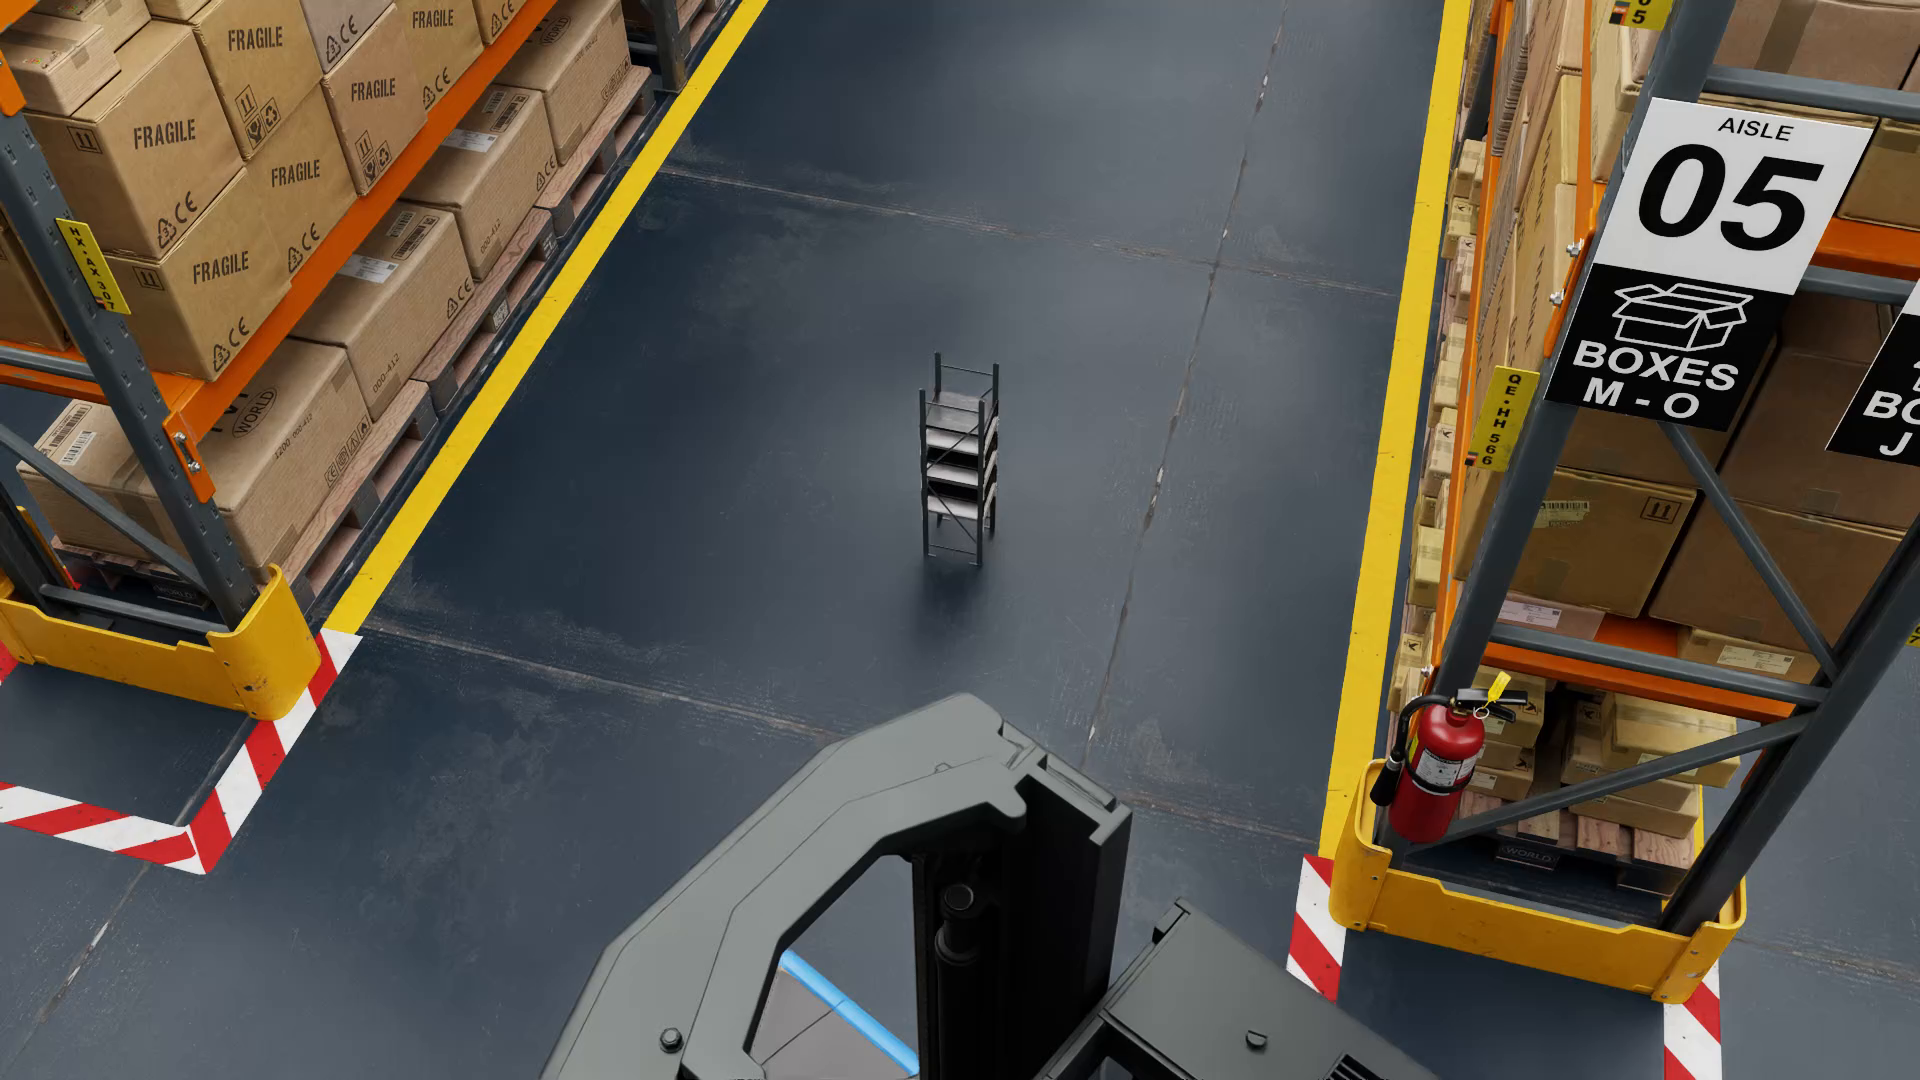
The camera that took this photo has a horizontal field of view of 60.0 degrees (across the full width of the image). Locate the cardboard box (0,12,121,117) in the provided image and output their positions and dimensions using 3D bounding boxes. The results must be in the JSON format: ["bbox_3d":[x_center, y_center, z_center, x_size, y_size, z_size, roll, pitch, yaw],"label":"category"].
[{"bbox_3d":[-2.632,-1.355,4.698,0.380,0.149,0.250,13,50,11],"label":"cardboard box"}]

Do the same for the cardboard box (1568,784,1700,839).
[{"bbox_3d":[2.257,0.818,5.568,0.380,0.149,0.250,12,50,11],"label":"cardboard box"}]

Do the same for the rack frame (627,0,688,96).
[{"bbox_3d":[-1.939,-3.468,7.729,1.000,3.000,0.127,12,50,10],"label":"rack frame"}]

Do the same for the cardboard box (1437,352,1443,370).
[{"bbox_3d":[2.155,-0.613,6.831,0.380,0.149,0.250,10,49,9],"label":"cardboard box"}]

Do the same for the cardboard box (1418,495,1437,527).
[{"bbox_3d":[1.932,-0.156,6.229,0.380,0.149,0.250,12,50,11],"label":"cardboard box"}]

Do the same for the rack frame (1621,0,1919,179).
[{"bbox_3d":[1.810,-1.656,2.128,1.000,3.000,0.127,12,50,10],"label":"rack frame"}]

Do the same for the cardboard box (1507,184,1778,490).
[{"bbox_3d":[1.690,-0.513,4.189,0.500,0.500,0.500,11,49,9],"label":"cardboard box"}]

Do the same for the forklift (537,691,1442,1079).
[{"bbox_3d":[0.259,1.738,3.180,3.031,2.935,1.130,33,56,25],"label":"forklift"}]

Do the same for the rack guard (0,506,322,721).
[{"bbox_3d":[-2.999,0.270,6.097,1.175,0.500,0.348,12,50,10],"label":"rack guard"}]

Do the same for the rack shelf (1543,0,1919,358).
[{"bbox_3d":[2.336,-1.872,4.800,1.077,0.370,4.000,12,50,10],"label":"rack shelf"}]

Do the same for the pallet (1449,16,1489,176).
[{"bbox_3d":[3.066,-2.205,8.474,1.003,0.211,1.213,12,50,10],"label":"pallet"}]

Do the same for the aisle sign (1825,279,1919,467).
[{"bbox_3d":[2.080,-0.419,3.304,0.394,0.787,0.004,12,50,10],"label":"aisle sign"}]

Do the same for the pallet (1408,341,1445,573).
[{"bbox_3d":[2.401,-0.263,6.761,1.003,0.211,1.213,12,50,10],"label":"pallet"}]

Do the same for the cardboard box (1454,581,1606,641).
[{"bbox_3d":[1.623,0.121,4.729,0.380,0.149,0.250,12,50,10],"label":"cardboard box"}]

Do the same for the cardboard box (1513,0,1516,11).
[{"bbox_3d":[2.489,-2.387,6.510,0.500,0.500,0.500,11,49,9],"label":"cardboard box"}]

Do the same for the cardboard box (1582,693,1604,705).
[{"bbox_3d":[2.322,0.520,5.632,0.380,0.149,0.250,11,50,10],"label":"cardboard box"}]

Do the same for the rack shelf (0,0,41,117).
[{"bbox_3d":[-2.466,-2.776,5.597,1.077,0.370,4.000,12,50,10],"label":"rack shelf"}]

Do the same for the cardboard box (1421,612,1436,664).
[{"bbox_3d":[1.794,0.419,5.722,0.380,0.149,0.250,11,49,9],"label":"cardboard box"}]

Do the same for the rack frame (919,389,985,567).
[{"bbox_3d":[-0.029,-0.218,6.261,0.240,0.900,0.006,12,50,10],"label":"rack frame"}]

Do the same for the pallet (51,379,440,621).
[{"bbox_3d":[-2.857,-0.246,6.745,1.003,0.211,1.213,12,50,10],"label":"pallet"}]

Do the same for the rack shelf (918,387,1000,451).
[{"bbox_3d":[-0.002,-0.449,6.149,0.258,0.077,0.200,12,50,10],"label":"rack shelf"}]

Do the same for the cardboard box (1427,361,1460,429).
[{"bbox_3d":[2.064,-0.543,6.570,0.380,0.149,0.250,12,50,10],"label":"cardboard box"}]

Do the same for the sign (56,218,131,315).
[{"bbox_3d":[-2.458,-0.773,4.721,0.100,0.325,0.005,12,50,10],"label":"sign"}]

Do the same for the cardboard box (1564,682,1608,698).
[{"bbox_3d":[2.232,0.402,5.538,0.380,0.149,0.250,12,50,11],"label":"cardboard box"}]

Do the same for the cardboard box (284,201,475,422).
[{"bbox_3d":[-2.682,-1.026,7.003,0.875,0.438,0.875,13,50,11],"label":"cardboard box"}]

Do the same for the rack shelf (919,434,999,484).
[{"bbox_3d":[-0.002,-0.329,6.284,0.258,0.077,0.200,12,50,10],"label":"rack shelf"}]

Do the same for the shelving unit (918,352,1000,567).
[{"bbox_3d":[-0.002,-0.292,6.326,0.258,0.900,0.210,12,50,10],"label":"shelving unit"}]

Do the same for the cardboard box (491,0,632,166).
[{"bbox_3d":[-2.208,-2.326,8.150,0.875,0.438,0.875,11,49,9],"label":"cardboard box"}]

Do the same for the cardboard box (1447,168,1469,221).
[{"bbox_3d":[2.457,-1.560,7.666,0.380,0.149,0.250,10,49,8],"label":"cardboard box"}]

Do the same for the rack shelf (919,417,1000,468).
[{"bbox_3d":[-0.002,-0.389,6.216,0.258,0.077,0.200,12,50,10],"label":"rack shelf"}]

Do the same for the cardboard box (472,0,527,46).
[{"bbox_3d":[-2.063,-2.375,6.698,0.500,0.500,0.500,11,49,9],"label":"cardboard box"}]

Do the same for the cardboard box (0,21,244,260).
[{"bbox_3d":[-2.591,-1.230,5.020,0.500,0.500,0.500,11,49,9],"label":"cardboard box"}]

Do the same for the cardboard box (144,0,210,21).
[{"bbox_3d":[-2.452,-1.724,5.024,0.380,0.149,0.250,13,50,11],"label":"cardboard box"}]

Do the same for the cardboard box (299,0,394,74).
[{"bbox_3d":[-2.334,-1.978,5.681,0.500,0.500,0.500,11,50,10],"label":"cardboard box"}]

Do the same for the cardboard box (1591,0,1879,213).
[{"bbox_3d":[1.674,-0.995,3.646,0.500,0.250,0.500,11,49,9],"label":"cardboard box"}]

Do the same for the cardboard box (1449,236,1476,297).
[{"bbox_3d":[2.372,-1.177,7.329,0.380,0.149,0.250,11,50,10],"label":"cardboard box"}]

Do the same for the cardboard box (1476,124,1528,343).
[{"bbox_3d":[1.945,-0.918,5.214,0.500,0.500,0.500,12,50,10],"label":"cardboard box"}]

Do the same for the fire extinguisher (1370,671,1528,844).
[{"bbox_3d":[1.298,0.569,4.466,0.296,0.674,0.183,12,50,10],"label":"fire extinguisher"}]

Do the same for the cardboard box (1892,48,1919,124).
[{"bbox_3d":[2.179,-1.053,3.363,0.500,0.250,0.500,12,50,11],"label":"cardboard box"}]

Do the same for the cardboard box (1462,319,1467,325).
[{"bbox_3d":[2.280,-0.886,6.873,0.380,0.149,0.250,14,50,12],"label":"cardboard box"}]

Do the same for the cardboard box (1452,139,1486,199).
[{"bbox_3d":[2.459,-1.659,7.555,0.380,0.149,0.250,14,50,12],"label":"cardboard box"}]

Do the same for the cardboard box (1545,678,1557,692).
[{"bbox_3d":[1.826,0.333,5.599,0.380,0.149,0.250,12,50,11],"label":"cardboard box"}]

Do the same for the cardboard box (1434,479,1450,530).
[{"bbox_3d":[1.901,-0.054,5.940,0.380,0.149,0.250,10,49,9],"label":"cardboard box"}]

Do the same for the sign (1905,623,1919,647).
[{"bbox_3d":[2.333,0.150,3.959,0.100,0.325,0.005,12,50,10],"label":"sign"}]

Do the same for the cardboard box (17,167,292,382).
[{"bbox_3d":[-2.589,-0.898,5.394,0.500,0.500,0.500,11,50,10],"label":"cardboard box"}]

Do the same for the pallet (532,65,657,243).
[{"bbox_3d":[-2.215,-2.011,8.303,1.003,0.211,1.213,12,50,10],"label":"pallet"}]

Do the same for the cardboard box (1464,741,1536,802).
[{"bbox_3d":[1.747,0.712,5.661,0.380,0.149,0.250,12,50,11],"label":"cardboard box"}]

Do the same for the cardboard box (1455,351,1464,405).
[{"bbox_3d":[2.136,-0.623,6.443,0.380,0.149,0.250,12,50,10],"label":"cardboard box"}]

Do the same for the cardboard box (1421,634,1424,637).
[{"bbox_3d":[1.870,0.332,5.997,0.380,0.149,0.250,11,50,10],"label":"cardboard box"}]

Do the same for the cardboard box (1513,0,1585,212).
[{"bbox_3d":[1.952,-1.258,4.846,0.500,0.500,0.500,14,50,12],"label":"cardboard box"}]

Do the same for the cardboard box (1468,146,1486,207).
[{"bbox_3d":[2.443,-1.561,7.270,0.380,0.149,0.250,14,50,12],"label":"cardboard box"}]

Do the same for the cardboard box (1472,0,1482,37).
[{"bbox_3d":[2.950,-2.832,8.555,0.500,0.500,0.500,11,49,9],"label":"cardboard box"}]

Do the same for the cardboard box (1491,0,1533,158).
[{"bbox_3d":[2.199,-1.671,5.878,0.500,0.500,0.500,11,49,9],"label":"cardboard box"}]

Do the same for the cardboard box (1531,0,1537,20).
[{"bbox_3d":[2.225,-2.012,5.512,0.500,0.500,0.500,12,50,11],"label":"cardboard box"}]

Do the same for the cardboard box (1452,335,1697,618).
[{"bbox_3d":[1.680,-0.178,4.560,0.500,0.500,0.500,12,50,11],"label":"cardboard box"}]

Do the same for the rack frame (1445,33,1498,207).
[{"bbox_3d":[2.863,-2.564,6.931,1.000,3.000,0.127,12,50,10],"label":"rack frame"}]

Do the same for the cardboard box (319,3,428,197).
[{"bbox_3d":[-2.331,-1.634,6.044,0.500,0.500,0.500,11,50,10],"label":"cardboard box"}]
